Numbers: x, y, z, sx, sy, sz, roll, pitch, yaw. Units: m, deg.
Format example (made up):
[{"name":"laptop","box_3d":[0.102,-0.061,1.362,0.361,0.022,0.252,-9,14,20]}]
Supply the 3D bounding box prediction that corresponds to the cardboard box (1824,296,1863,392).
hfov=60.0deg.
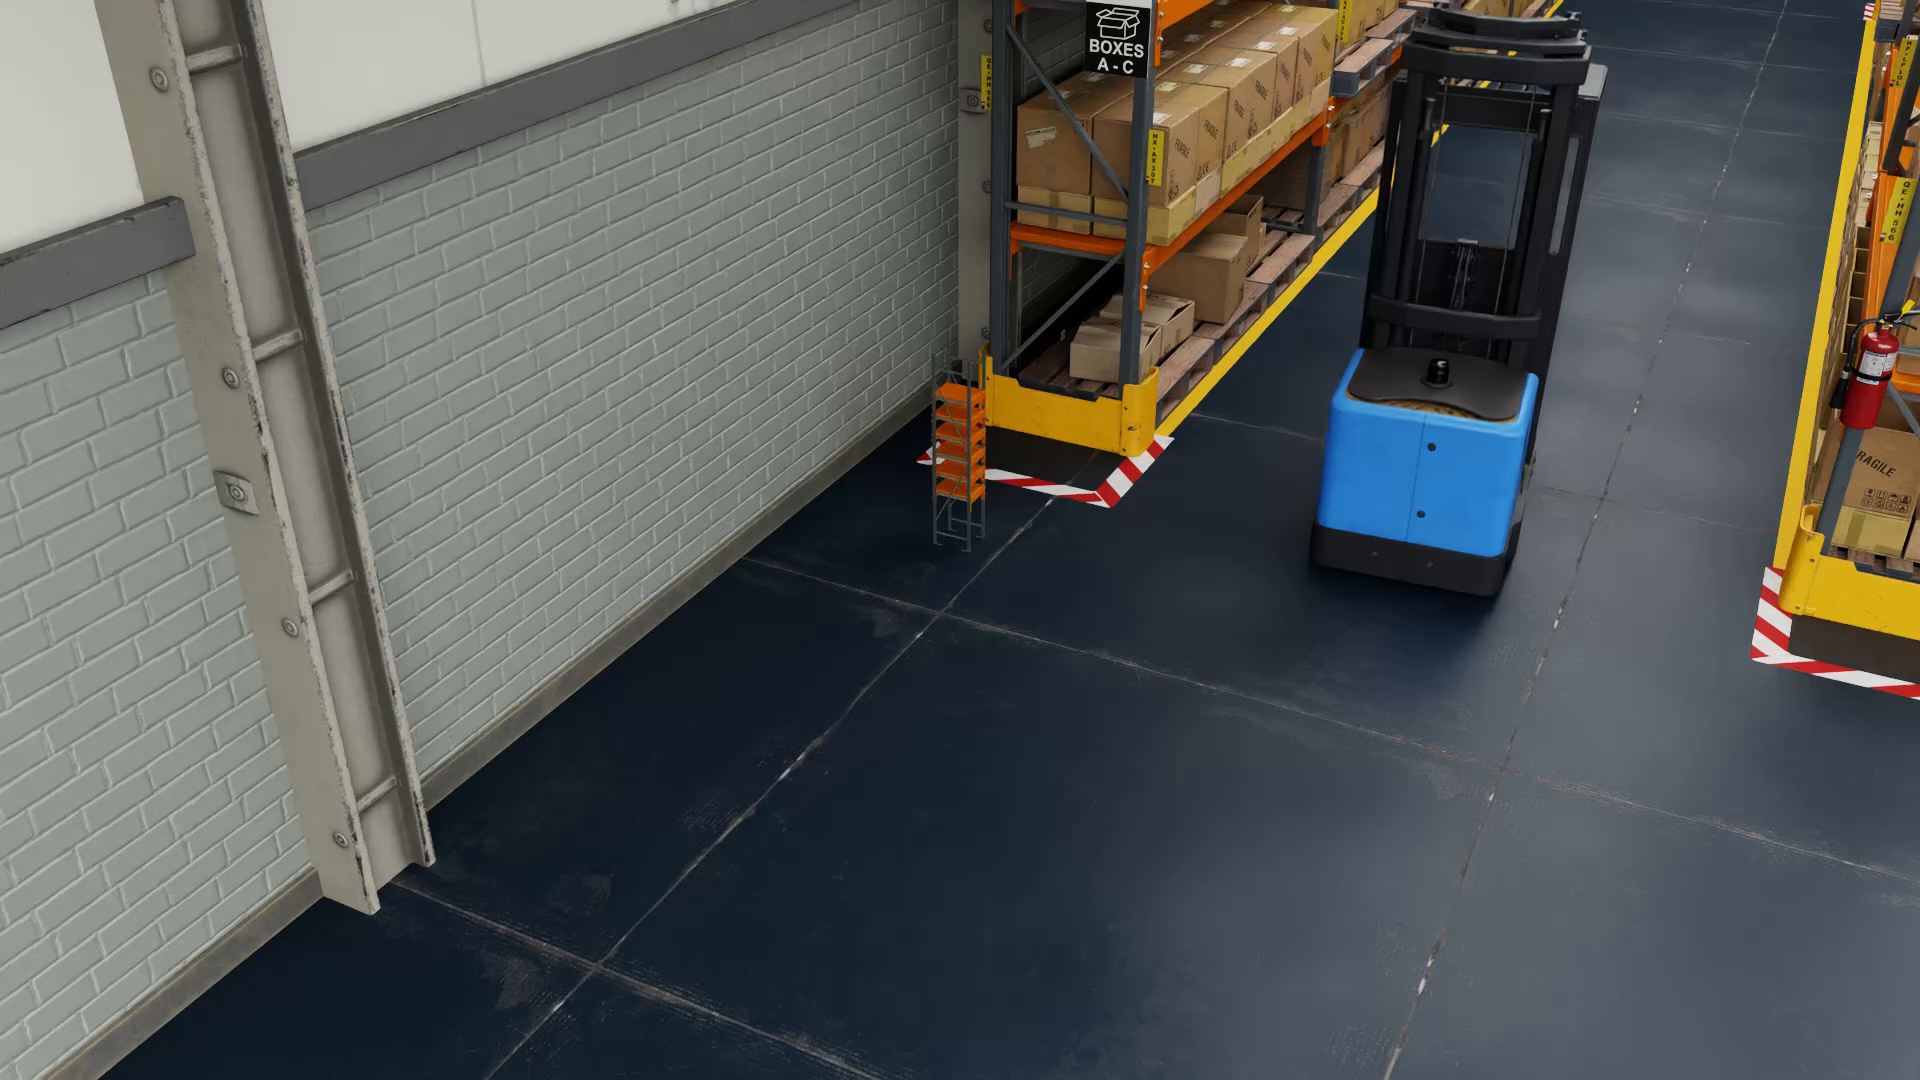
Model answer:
[{"name":"cardboard box","box_3d":[5.723,-1.162,10.348,0.500,0.500,0.500,14,33,23]}]

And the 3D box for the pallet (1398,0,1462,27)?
[{"name":"pallet","box_3d":[4.076,-5.120,15.846,1.213,0.211,1.003,14,33,23]}]

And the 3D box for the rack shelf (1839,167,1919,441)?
[{"name":"rack shelf","box_3d":[5.984,-1.449,9.983,1.077,0.370,4.000,14,33,23]}]

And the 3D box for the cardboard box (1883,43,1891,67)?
[{"name":"cardboard box","box_3d":[9.418,-4.801,16.414,0.500,0.250,0.500,14,33,22]}]

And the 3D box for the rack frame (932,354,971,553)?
[{"name":"rack frame","box_3d":[-0.048,-0.473,9.369,0.240,1.200,0.006,14,33,23]}]

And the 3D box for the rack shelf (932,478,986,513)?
[{"name":"rack shelf","box_3d":[-0.007,-0.267,9.582,0.258,0.103,0.180,14,33,23]}]

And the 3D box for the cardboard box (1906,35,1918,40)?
[{"name":"cardboard box","box_3d":[8.137,-4.030,13.844,0.500,0.311,0.500,14,33,23]}]

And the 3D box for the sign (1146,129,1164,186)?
[{"name":"sign","box_3d":[1.144,-2.249,9.784,0.100,0.325,0.005,14,33,23]}]

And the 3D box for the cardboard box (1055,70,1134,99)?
[{"name":"cardboard box","box_3d":[0.925,-2.743,10.892,0.500,0.500,0.500,15,33,24]}]

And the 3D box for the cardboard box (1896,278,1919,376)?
[{"name":"cardboard box","box_3d":[5.297,-1.122,8.591,0.700,0.500,0.500,14,33,23]}]

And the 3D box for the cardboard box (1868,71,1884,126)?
[{"name":"cardboard box","box_3d":[9.170,-4.225,16.163,0.500,0.500,0.500,13,32,22]}]

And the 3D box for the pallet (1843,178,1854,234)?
[{"name":"pallet","box_3d":[8.307,-2.855,14.510,1.003,0.211,1.213,14,33,23]}]

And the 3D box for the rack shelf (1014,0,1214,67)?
[{"name":"rack shelf","box_3d":[1.572,-3.872,11.190,1.077,0.370,4.000,14,33,23]}]

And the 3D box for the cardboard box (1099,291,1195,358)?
[{"name":"cardboard box","box_3d":[1.316,-1.560,11.713,0.500,0.311,0.500,17,34,27]}]

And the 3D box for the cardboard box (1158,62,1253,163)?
[{"name":"cardboard box","box_3d":[1.621,-2.853,11.084,0.500,0.500,0.500,13,32,22]}]

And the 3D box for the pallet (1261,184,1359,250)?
[{"name":"pallet","box_3d":[2.837,-2.906,14.598,1.003,0.211,1.213,14,33,23]}]

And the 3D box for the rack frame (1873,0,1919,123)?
[{"name":"rack frame","box_3d":[8.717,-4.421,14.436,1.000,3.000,0.127,14,33,23]}]

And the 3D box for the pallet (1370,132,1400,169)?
[{"name":"pallet","box_3d":[3.948,-3.988,16.482,1.003,0.211,1.213,14,33,23]}]

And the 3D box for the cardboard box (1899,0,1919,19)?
[{"name":"cardboard box","box_3d":[8.903,-4.951,14.837,0.700,0.500,0.500,4,30,7]}]

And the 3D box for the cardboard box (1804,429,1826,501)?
[{"name":"cardboard box","box_3d":[5.271,-0.393,9.762,0.500,0.250,0.500,14,33,23]}]

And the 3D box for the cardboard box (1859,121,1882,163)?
[{"name":"cardboard box","box_3d":[8.217,-3.488,14.588,0.500,0.311,0.500,15,33,25]}]

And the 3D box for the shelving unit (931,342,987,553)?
[{"name":"shelving unit","box_3d":[-0.007,-0.514,9.440,0.258,1.200,0.189,14,33,23]}]

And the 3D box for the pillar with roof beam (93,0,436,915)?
[{"name":"pillar with roof beam","box_3d":[1.309,-1.468,3.270,9.100,9.000,0.400,14,33,23]}]

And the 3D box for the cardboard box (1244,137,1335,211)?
[{"name":"cardboard box","box_3d":[2.804,-3.206,14.390,0.700,0.500,0.500,15,33,25]}]

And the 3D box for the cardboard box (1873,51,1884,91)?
[{"name":"cardboard box","box_3d":[9.869,-4.903,17.344,0.500,0.500,0.500,15,33,24]}]

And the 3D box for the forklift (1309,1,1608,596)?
[{"name":"forklift","box_3d":[3.000,-1.684,9.739,1.130,2.935,3.031,11,32,19]}]

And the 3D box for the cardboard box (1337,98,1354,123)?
[{"name":"cardboard box","box_3d":[3.235,-3.959,14.948,0.500,0.250,0.500,13,32,22]}]

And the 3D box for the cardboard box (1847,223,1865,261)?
[{"name":"cardboard box","box_3d":[6.824,-2.125,12.215,0.500,0.311,0.500,14,33,23]}]

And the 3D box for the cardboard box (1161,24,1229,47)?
[{"name":"cardboard box","box_3d":[1.612,-3.429,12.087,0.500,0.500,0.500,15,33,25]}]

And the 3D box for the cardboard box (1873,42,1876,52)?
[{"name":"cardboard box","box_3d":[10.664,-5.645,18.989,0.380,0.149,0.250,14,33,23]}]

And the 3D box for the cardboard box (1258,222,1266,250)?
[{"name":"cardboard box","box_3d":[2.266,-2.488,13.473,0.380,0.166,0.250,10,31,17]}]

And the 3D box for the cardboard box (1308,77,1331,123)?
[{"name":"cardboard box","box_3d":[2.537,-3.434,12.849,0.500,0.250,0.500,14,33,23]}]

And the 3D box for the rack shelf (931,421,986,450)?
[{"name":"rack shelf","box_3d":[-0.007,-0.579,9.402,0.258,0.103,0.180,14,33,23]}]

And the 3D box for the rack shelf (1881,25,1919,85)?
[{"name":"rack shelf","box_3d":[9.628,-4.995,16.159,1.077,0.370,4.000,14,33,23]}]

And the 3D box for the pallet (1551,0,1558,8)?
[{"name":"pallet","box_3d":[7.655,-7.508,22.612,1.003,0.211,1.213,14,33,23]}]

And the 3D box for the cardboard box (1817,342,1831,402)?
[{"name":"cardboard box","box_3d":[5.949,-1.059,10.922,0.500,0.250,0.500,14,33,23]}]

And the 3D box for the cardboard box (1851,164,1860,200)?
[{"name":"cardboard box","box_3d":[7.989,-3.022,14.340,0.500,0.250,0.500,13,32,22]}]

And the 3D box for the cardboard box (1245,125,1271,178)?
[{"name":"cardboard box","box_3d":[1.859,-2.766,11.685,0.500,0.250,0.500,15,33,24]}]

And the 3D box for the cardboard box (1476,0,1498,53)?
[{"name":"cardboard box","box_3d":[5.545,-5.854,18.668,0.750,0.750,0.750,15,33,25]}]

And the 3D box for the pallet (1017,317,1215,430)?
[{"name":"pallet","box_3d":[1.097,-1.173,11.581,1.003,0.211,1.213,14,33,23]}]

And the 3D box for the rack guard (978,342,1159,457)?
[{"name":"rack guard","box_3d":[0.696,-0.946,10.895,1.175,0.500,0.348,14,33,23]}]

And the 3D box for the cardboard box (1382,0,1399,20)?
[{"name":"cardboard box","box_3d":[3.552,-5.009,14.918,0.700,0.500,0.500,14,33,23]}]

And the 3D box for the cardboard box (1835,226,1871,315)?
[{"name":"cardboard box","box_3d":[6.405,-1.828,11.507,0.500,0.500,0.500,14,33,23]}]

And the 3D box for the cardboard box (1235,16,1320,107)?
[{"name":"cardboard box","box_3d":[2.321,-3.536,12.273,0.500,0.500,0.500,14,33,23]}]

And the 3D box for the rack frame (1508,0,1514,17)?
[{"name":"rack frame","box_3d":[6.128,-7.316,19.478,1.000,3.000,0.127,14,33,23]}]

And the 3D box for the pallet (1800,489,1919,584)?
[{"name":"pallet","box_3d":[5.384,-0.014,9.561,1.003,0.211,1.213,14,33,23]}]

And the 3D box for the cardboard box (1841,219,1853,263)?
[{"name":"cardboard box","box_3d":[7.290,-2.338,13.148,0.500,0.250,0.500,15,33,24]}]

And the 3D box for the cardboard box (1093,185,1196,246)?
[{"name":"cardboard box","box_3d":[1.166,-2.084,10.498,0.500,0.250,0.500,13,32,22]}]

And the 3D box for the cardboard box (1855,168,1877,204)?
[{"name":"cardboard box","box_3d":[7.517,-2.800,13.389,0.500,0.311,0.500,14,33,23]}]

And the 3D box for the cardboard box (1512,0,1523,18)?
[{"name":"cardboard box","box_3d":[6.559,-6.722,20.533,0.700,0.500,0.500,15,33,24]}]

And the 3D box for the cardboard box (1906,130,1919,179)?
[{"name":"cardboard box","box_3d":[6.698,-2.493,10.978,0.700,0.500,0.500,13,32,22]}]

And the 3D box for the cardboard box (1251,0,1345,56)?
[{"name":"cardboard box","box_3d":[2.745,-4.222,13.547,0.700,0.500,0.500,14,33,23]}]

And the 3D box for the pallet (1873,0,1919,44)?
[{"name":"pallet","box_3d":[8.963,-4.654,15.035,1.213,0.211,1.003,14,33,23]}]

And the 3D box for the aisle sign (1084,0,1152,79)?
[{"name":"aisle sign","box_3d":[0.895,-3.024,9.393,0.394,0.787,0.004,14,33,23]}]

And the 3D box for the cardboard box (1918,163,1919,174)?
[{"name":"cardboard box","box_3d":[5.897,-2.209,9.834,0.380,0.149,0.250,14,33,23]}]

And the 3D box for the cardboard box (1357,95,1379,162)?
[{"name":"cardboard box","box_3d":[3.484,-3.890,15.580,0.700,0.500,0.500,14,33,23]}]
